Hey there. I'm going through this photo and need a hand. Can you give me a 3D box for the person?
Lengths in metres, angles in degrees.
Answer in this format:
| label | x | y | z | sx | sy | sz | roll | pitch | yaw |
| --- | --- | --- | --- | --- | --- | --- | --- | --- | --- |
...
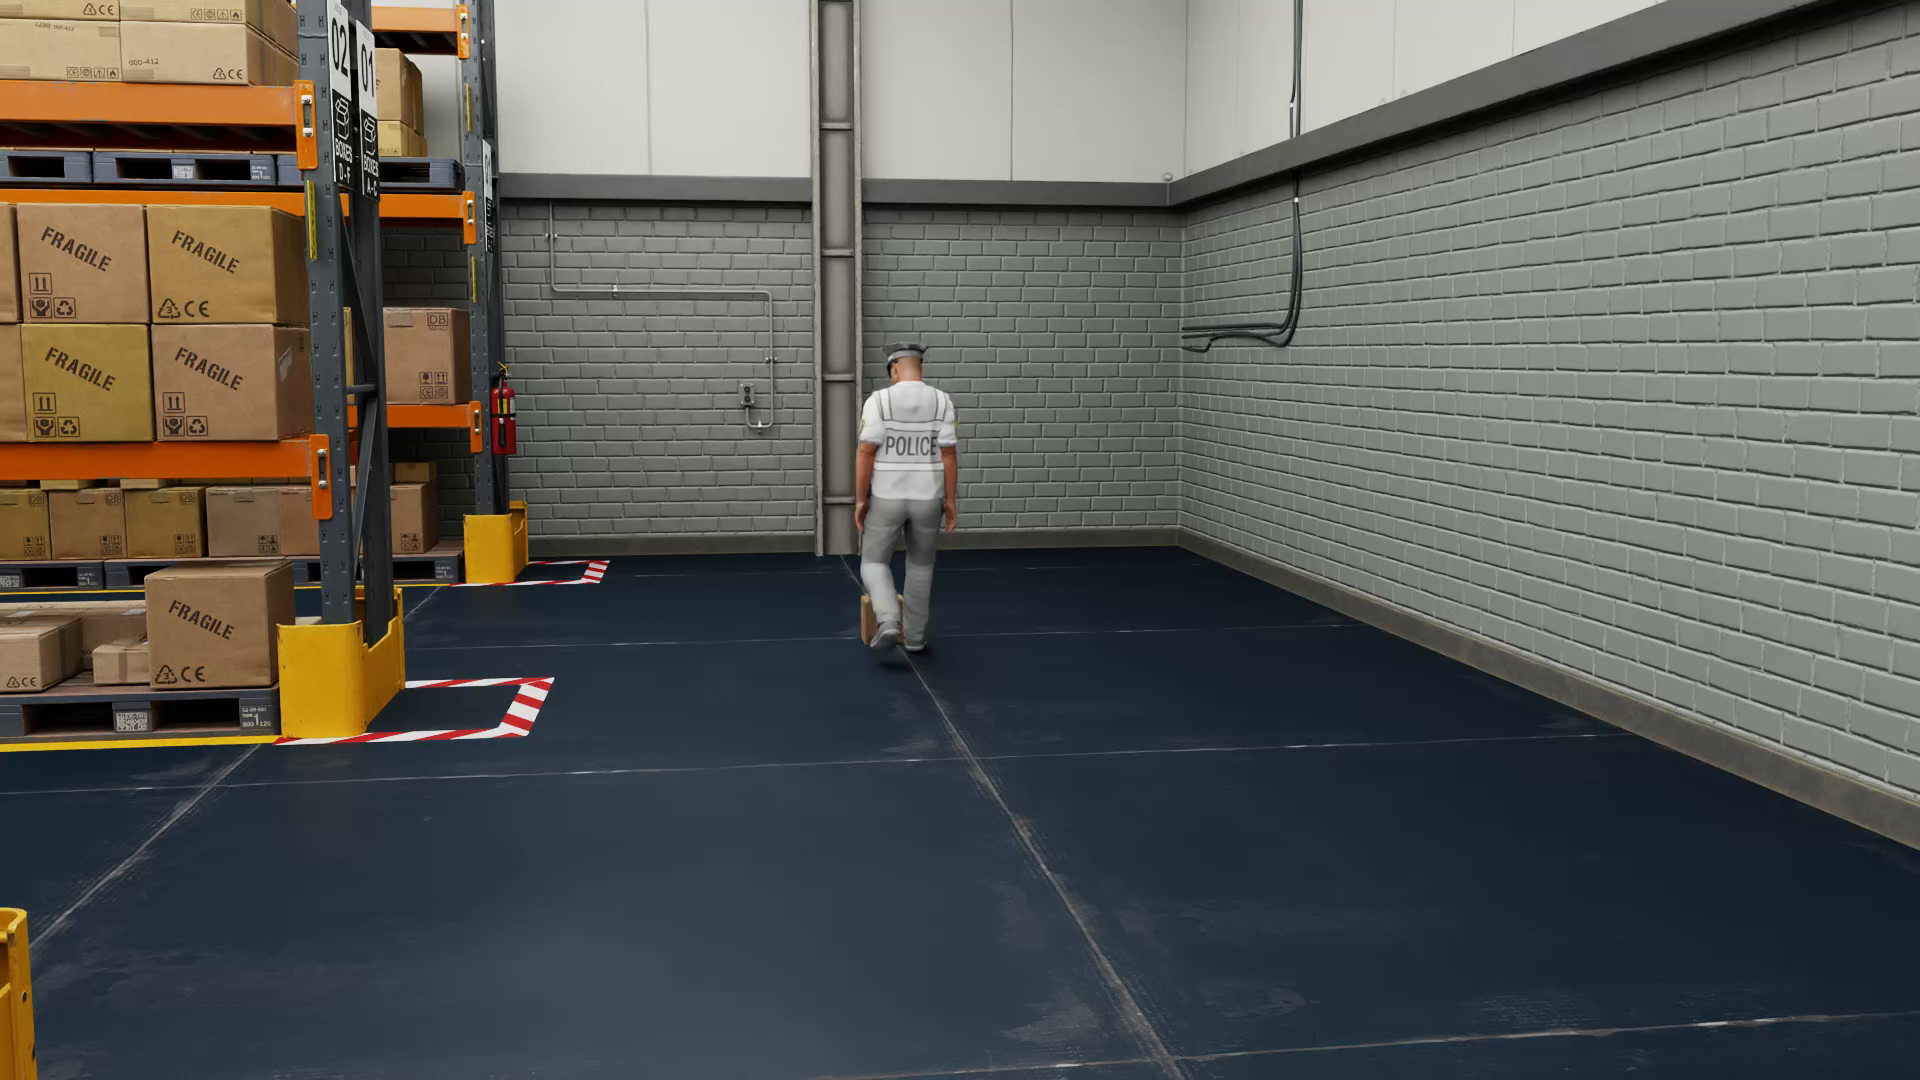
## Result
| label | x | y | z | sx | sy | sz | roll | pitch | yaw |
| --- | --- | --- | --- | --- | --- | --- | --- | --- | --- |
| person | -0.307 | -0.224 | 9.107 | 0.569 | 1.715 | 0.747 | -2 | 7 | -14 |
